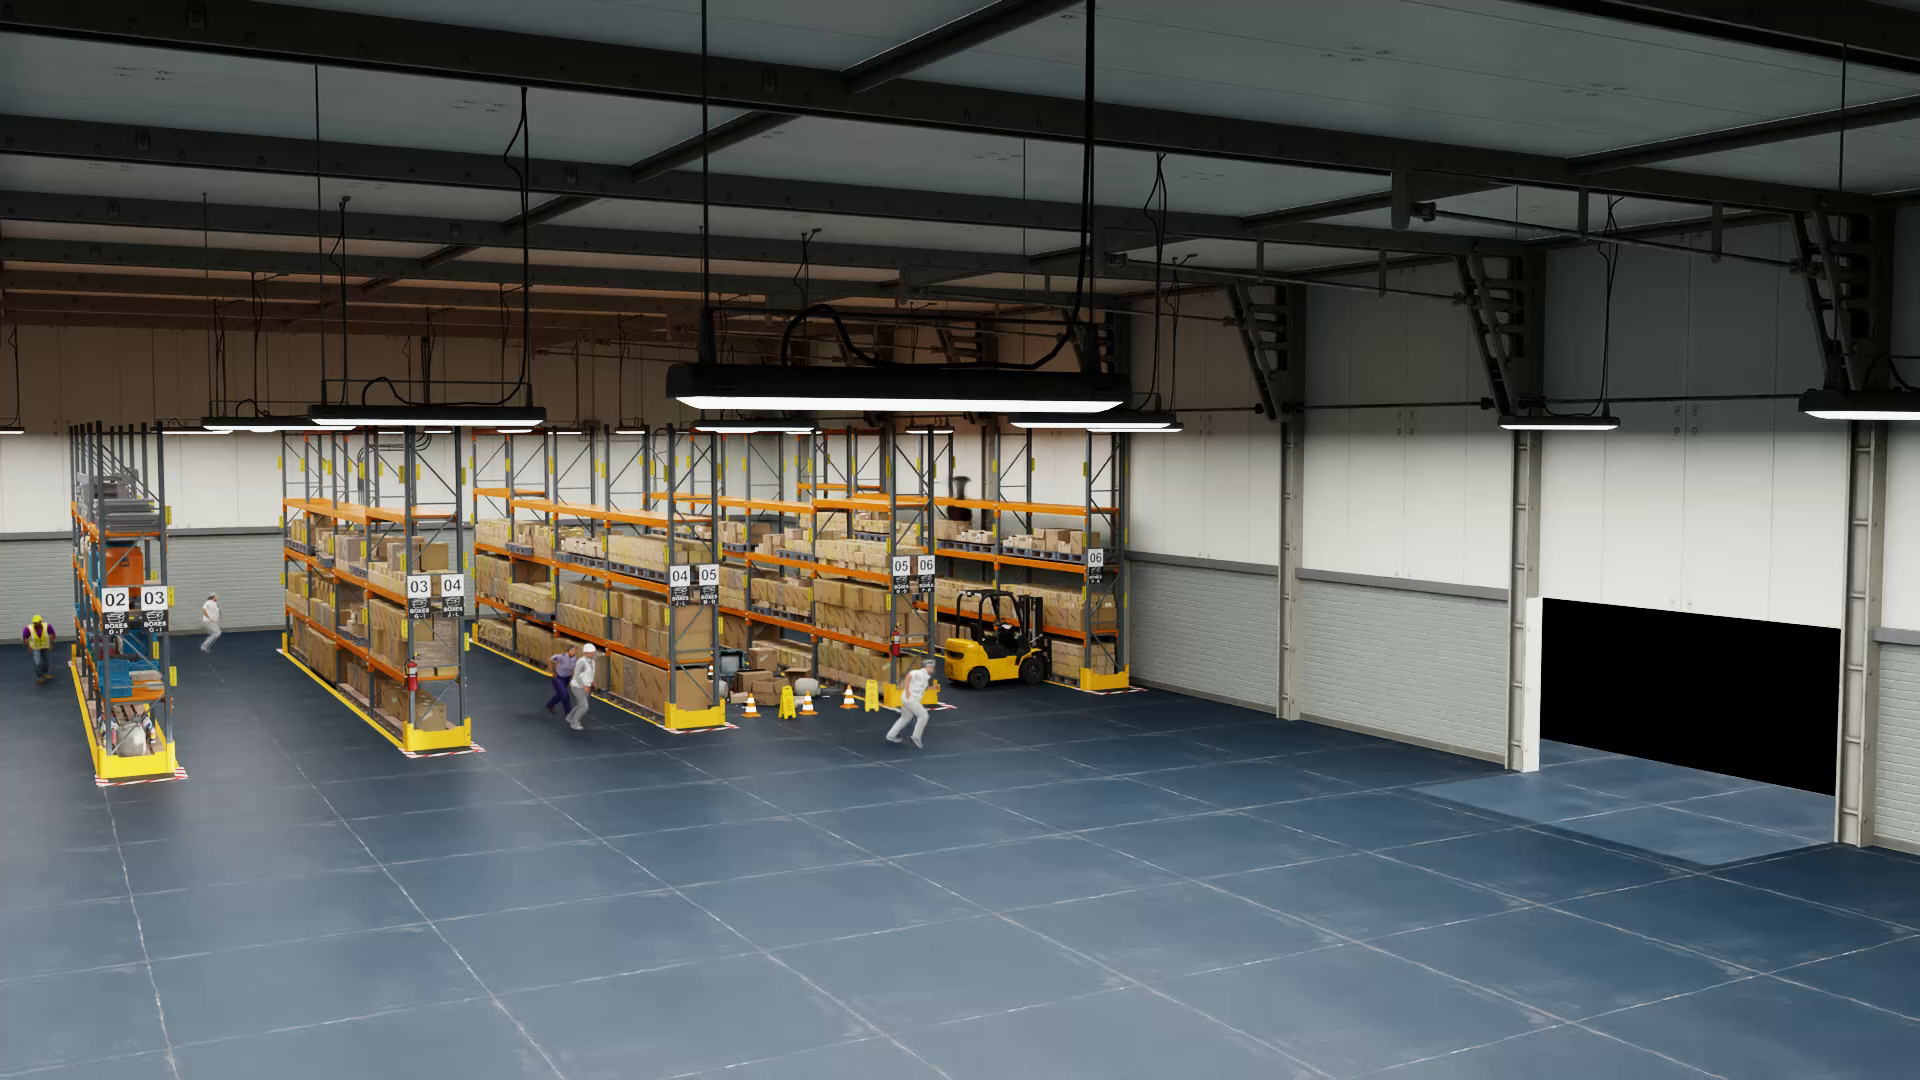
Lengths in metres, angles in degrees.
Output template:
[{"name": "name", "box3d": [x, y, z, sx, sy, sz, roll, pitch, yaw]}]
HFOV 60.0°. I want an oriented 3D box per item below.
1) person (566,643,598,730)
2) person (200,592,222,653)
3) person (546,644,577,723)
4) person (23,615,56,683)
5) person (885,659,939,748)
[{"name": "person", "box3d": [-7.445, 2.874, 32.588, 0.773, 1.724, 0.636, 1, 4, 9]}, {"name": "person", "box3d": [-19.971, 2.192, 44.352, 0.512, 1.575, 0.744, -1, 4, -15]}, {"name": "person", "box3d": [-8.106, 2.890, 33.639, 0.972, 1.617, 0.650, 3, 5, 41]}, {"name": "person", "box3d": [-21.459, 2.522, 38.781, 0.714, 1.621, 0.904, -3, 5, -43]}, {"name": "person", "box3d": [-0.891, 3.041, 30.744, 1.018, 1.692, 0.704, 1, 4, 9]}]
